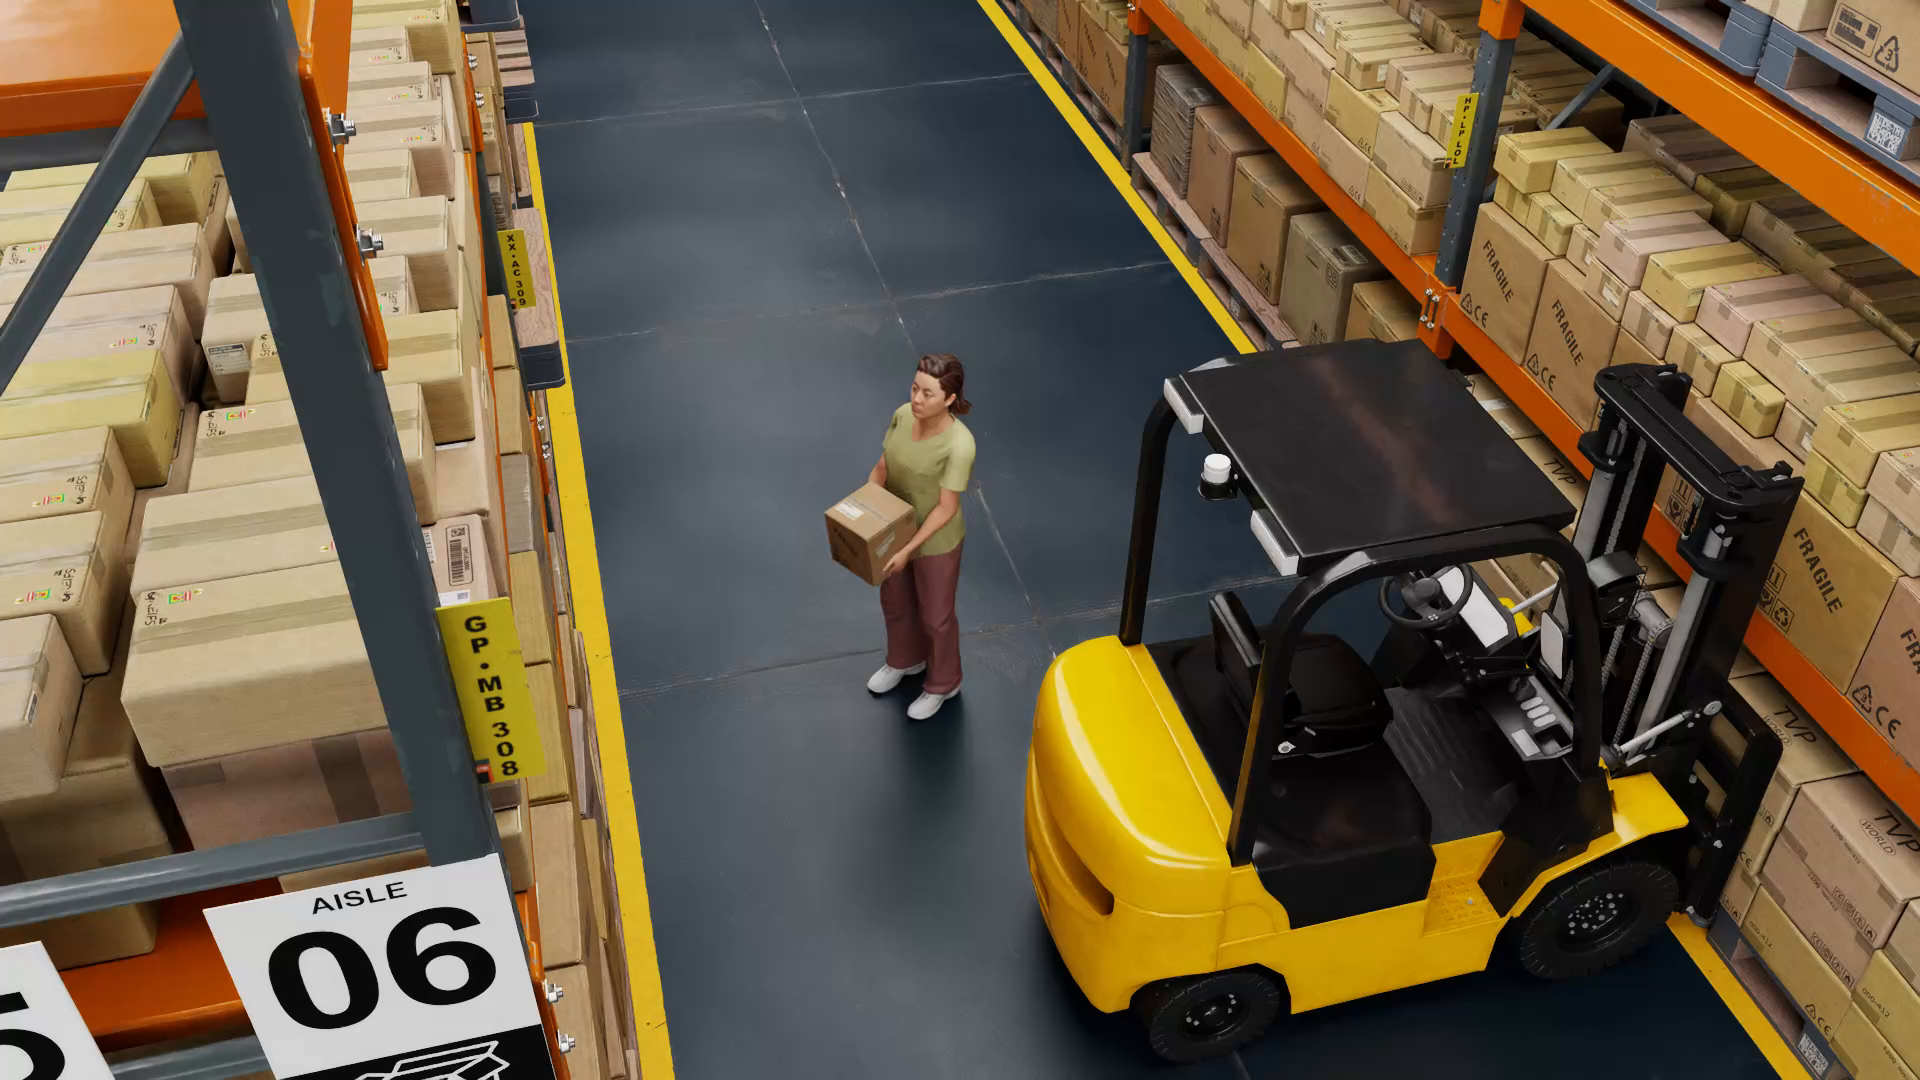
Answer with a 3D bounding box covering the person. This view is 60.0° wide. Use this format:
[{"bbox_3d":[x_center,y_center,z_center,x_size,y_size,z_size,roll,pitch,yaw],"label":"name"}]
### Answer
[{"bbox_3d":[-0.192,0.025,6.695,0.535,1.658,0.435,-31,48,-33],"label":"person"}]
